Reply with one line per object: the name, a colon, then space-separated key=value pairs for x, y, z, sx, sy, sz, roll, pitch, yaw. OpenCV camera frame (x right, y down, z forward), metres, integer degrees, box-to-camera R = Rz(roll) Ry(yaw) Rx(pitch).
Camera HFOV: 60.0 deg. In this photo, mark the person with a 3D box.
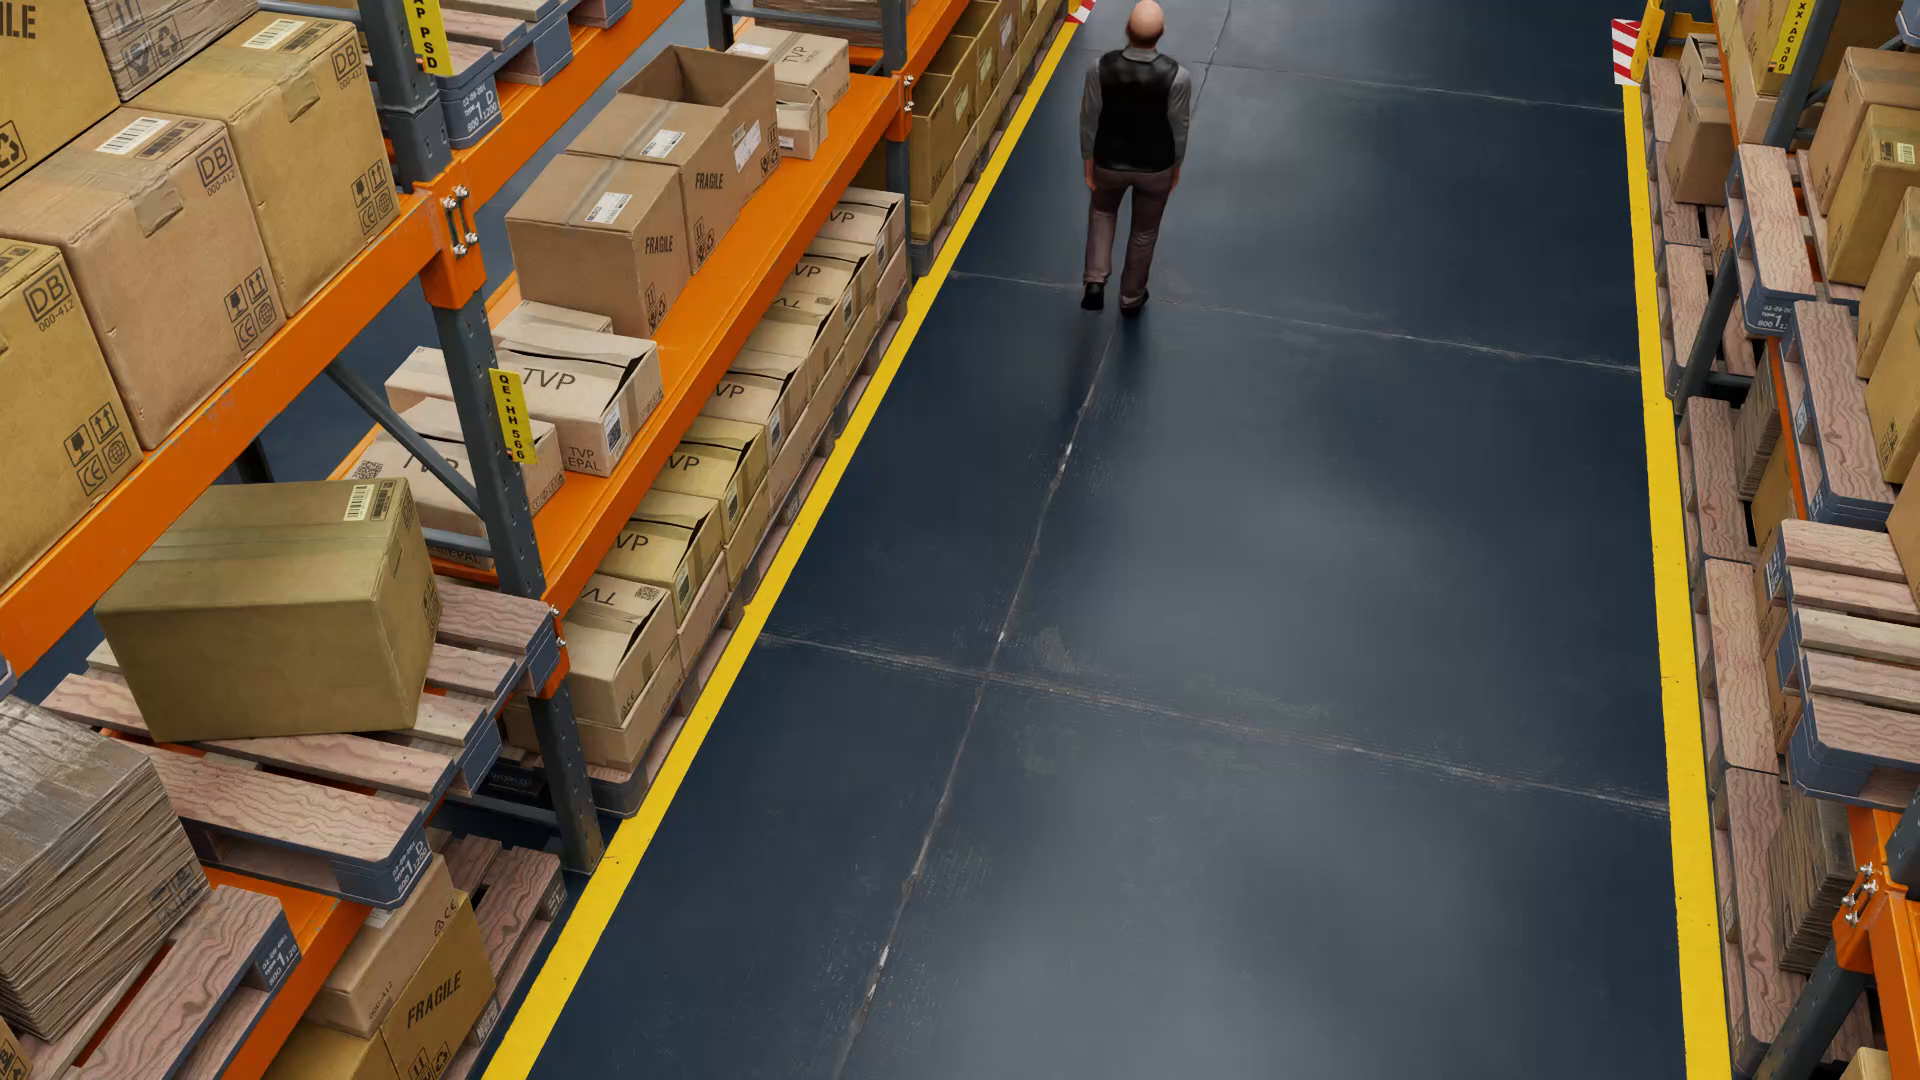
person: x=0.859 y=-1.877 z=8.321 sx=0.535 sy=1.711 sz=0.488 roll=10 pitch=42 yaw=11
